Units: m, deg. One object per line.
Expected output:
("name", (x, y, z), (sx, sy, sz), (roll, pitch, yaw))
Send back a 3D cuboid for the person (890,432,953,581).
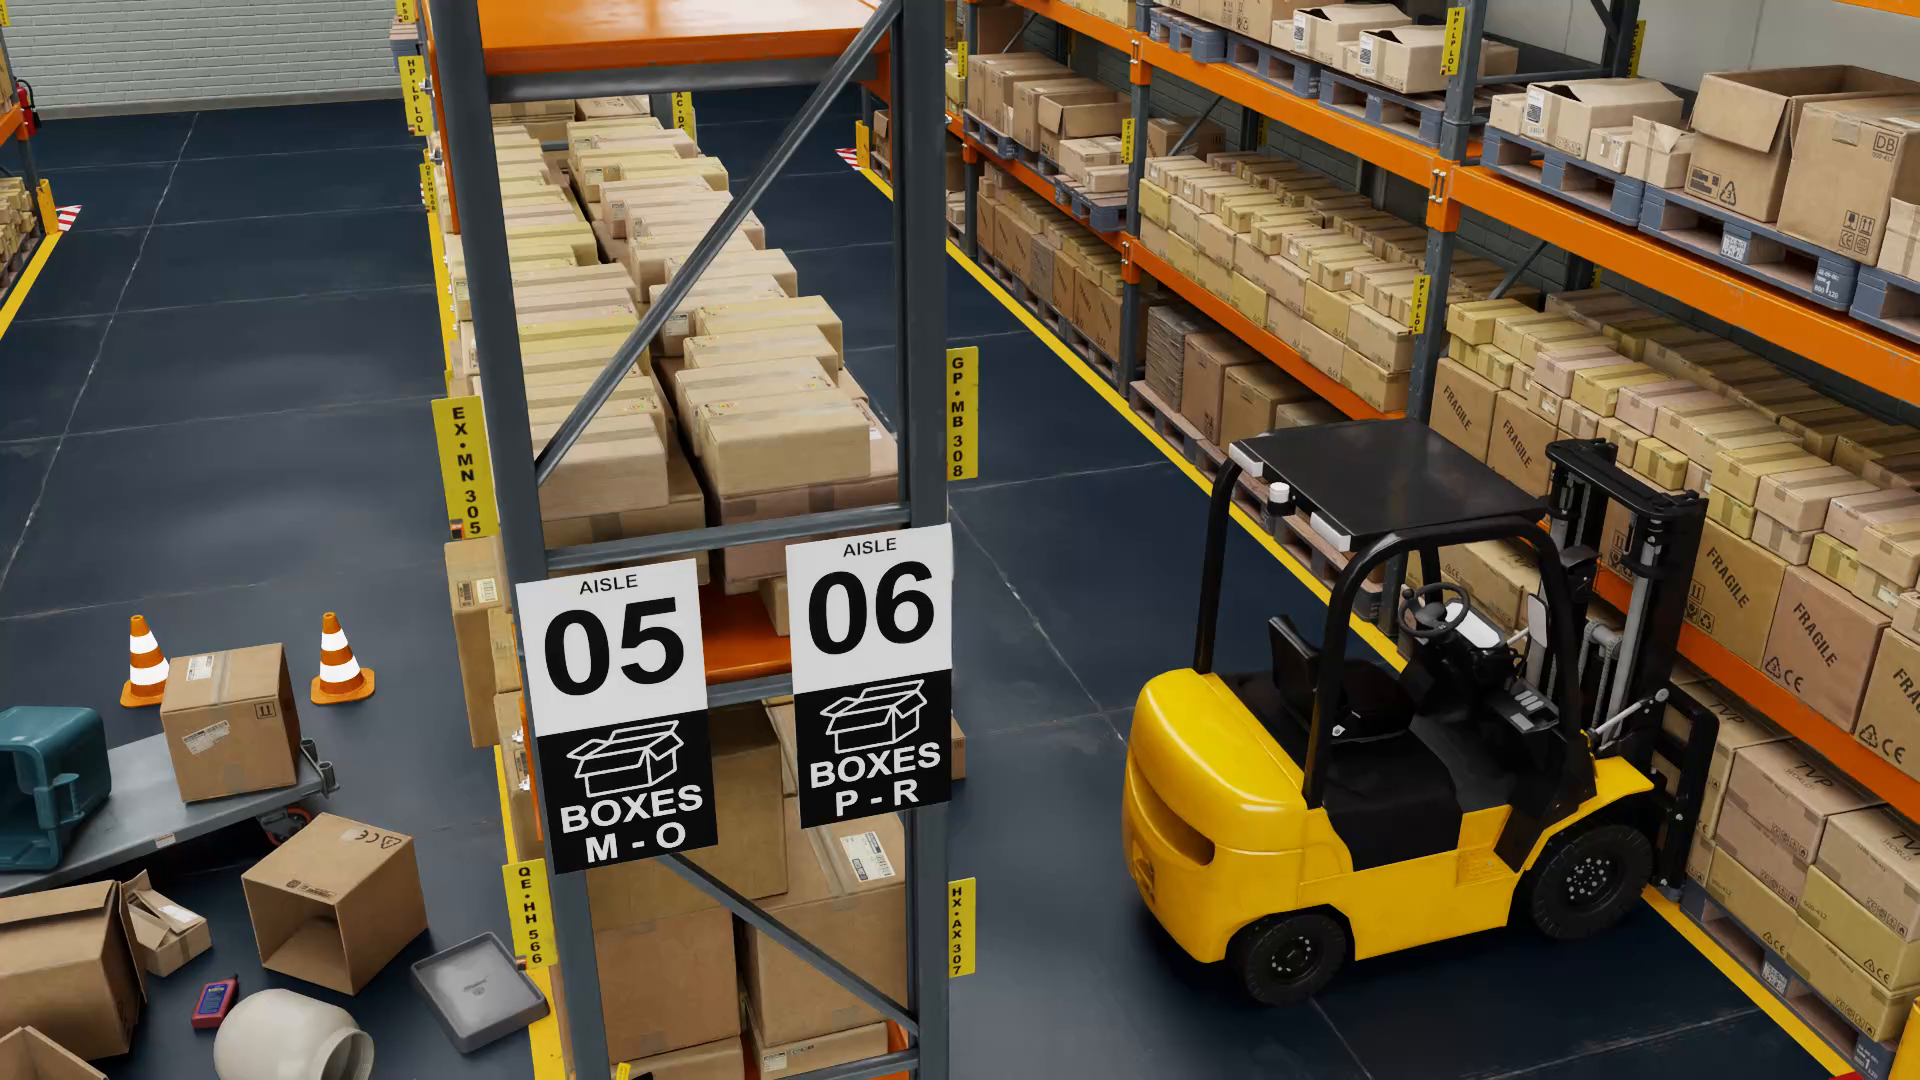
("person", (-0.291, 0.246, 8.617), (0.517, 1.712, 0.379), (-1, 27, -3))
